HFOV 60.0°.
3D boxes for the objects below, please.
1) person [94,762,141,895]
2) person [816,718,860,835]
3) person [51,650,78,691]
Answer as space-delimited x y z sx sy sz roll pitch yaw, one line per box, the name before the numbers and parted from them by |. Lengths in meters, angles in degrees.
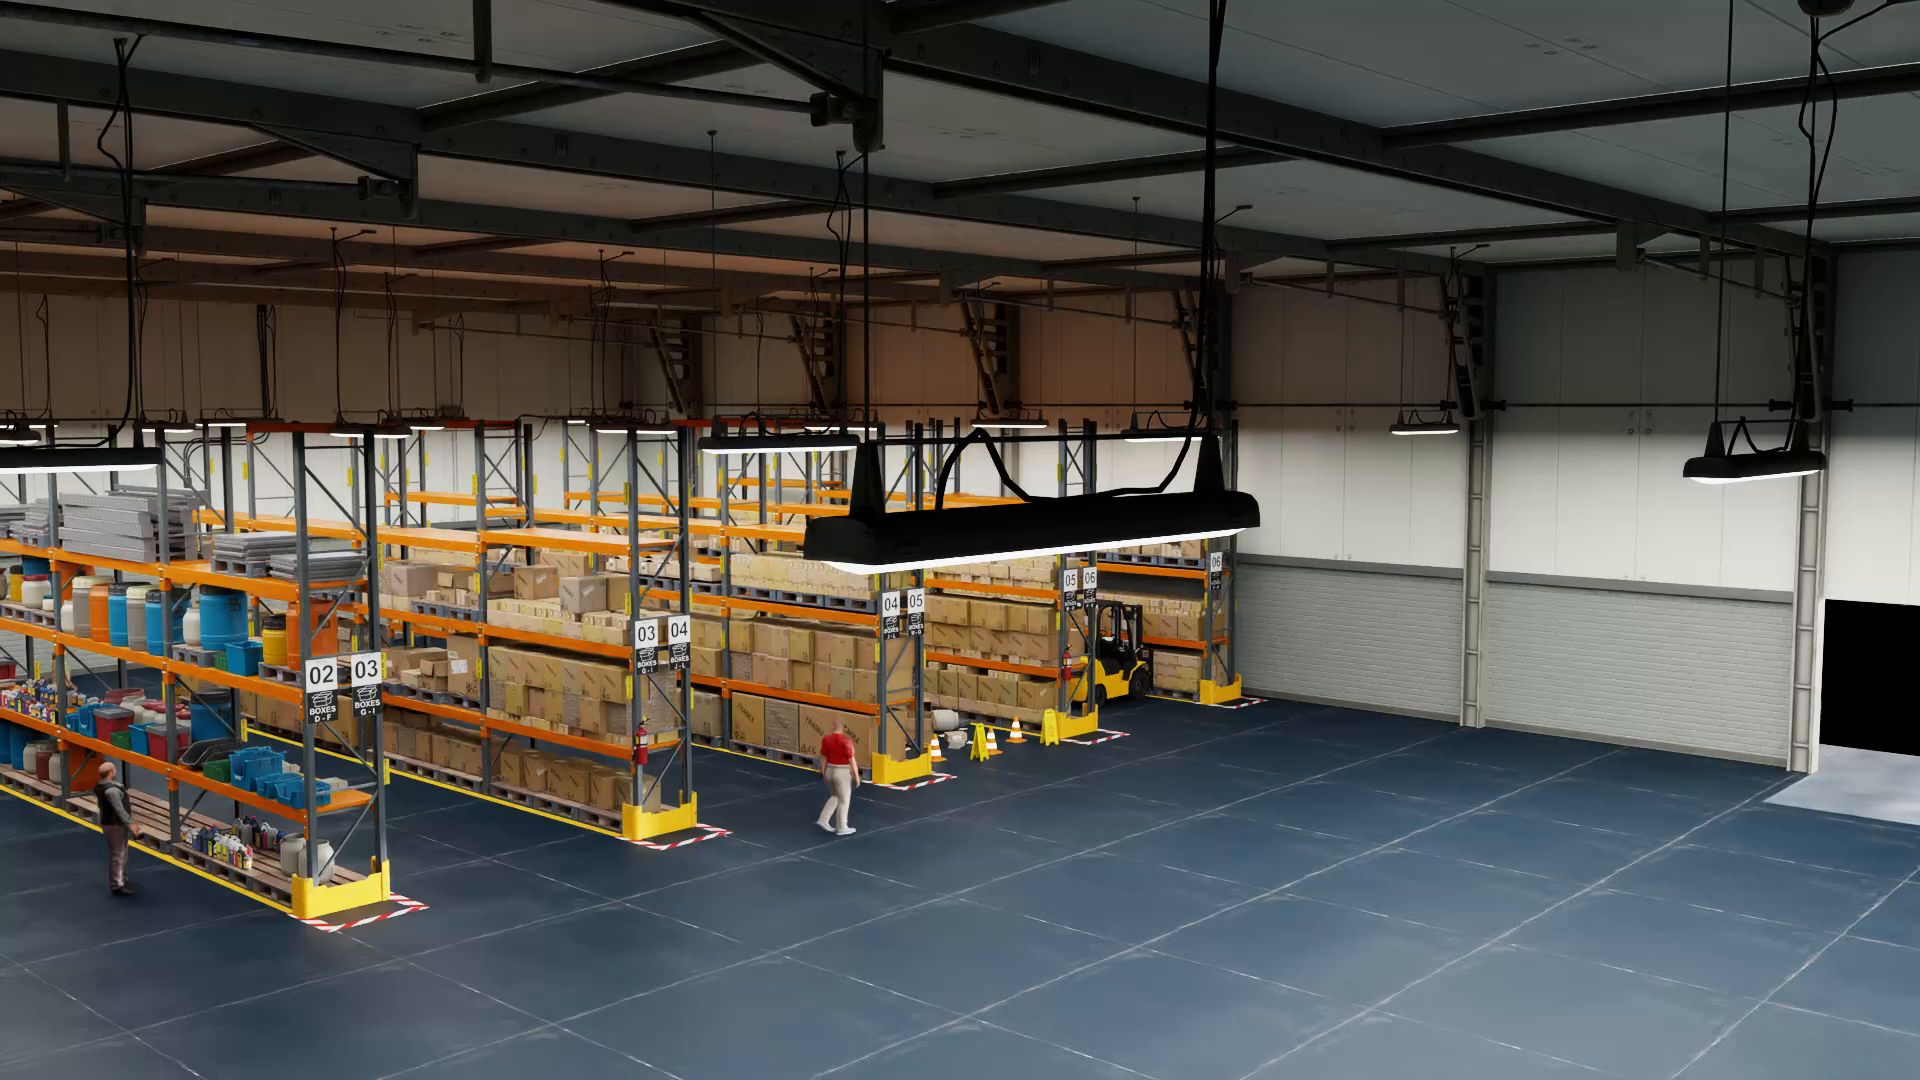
person | -10.893 3.729 21.535 0.555 1.753 0.613 -2 5 -20
person | -1.777 3.480 24.480 0.471 1.729 0.587 -4 6 -43
person | -17.381 2.860 32.304 0.511 1.669 0.788 2 5 19
